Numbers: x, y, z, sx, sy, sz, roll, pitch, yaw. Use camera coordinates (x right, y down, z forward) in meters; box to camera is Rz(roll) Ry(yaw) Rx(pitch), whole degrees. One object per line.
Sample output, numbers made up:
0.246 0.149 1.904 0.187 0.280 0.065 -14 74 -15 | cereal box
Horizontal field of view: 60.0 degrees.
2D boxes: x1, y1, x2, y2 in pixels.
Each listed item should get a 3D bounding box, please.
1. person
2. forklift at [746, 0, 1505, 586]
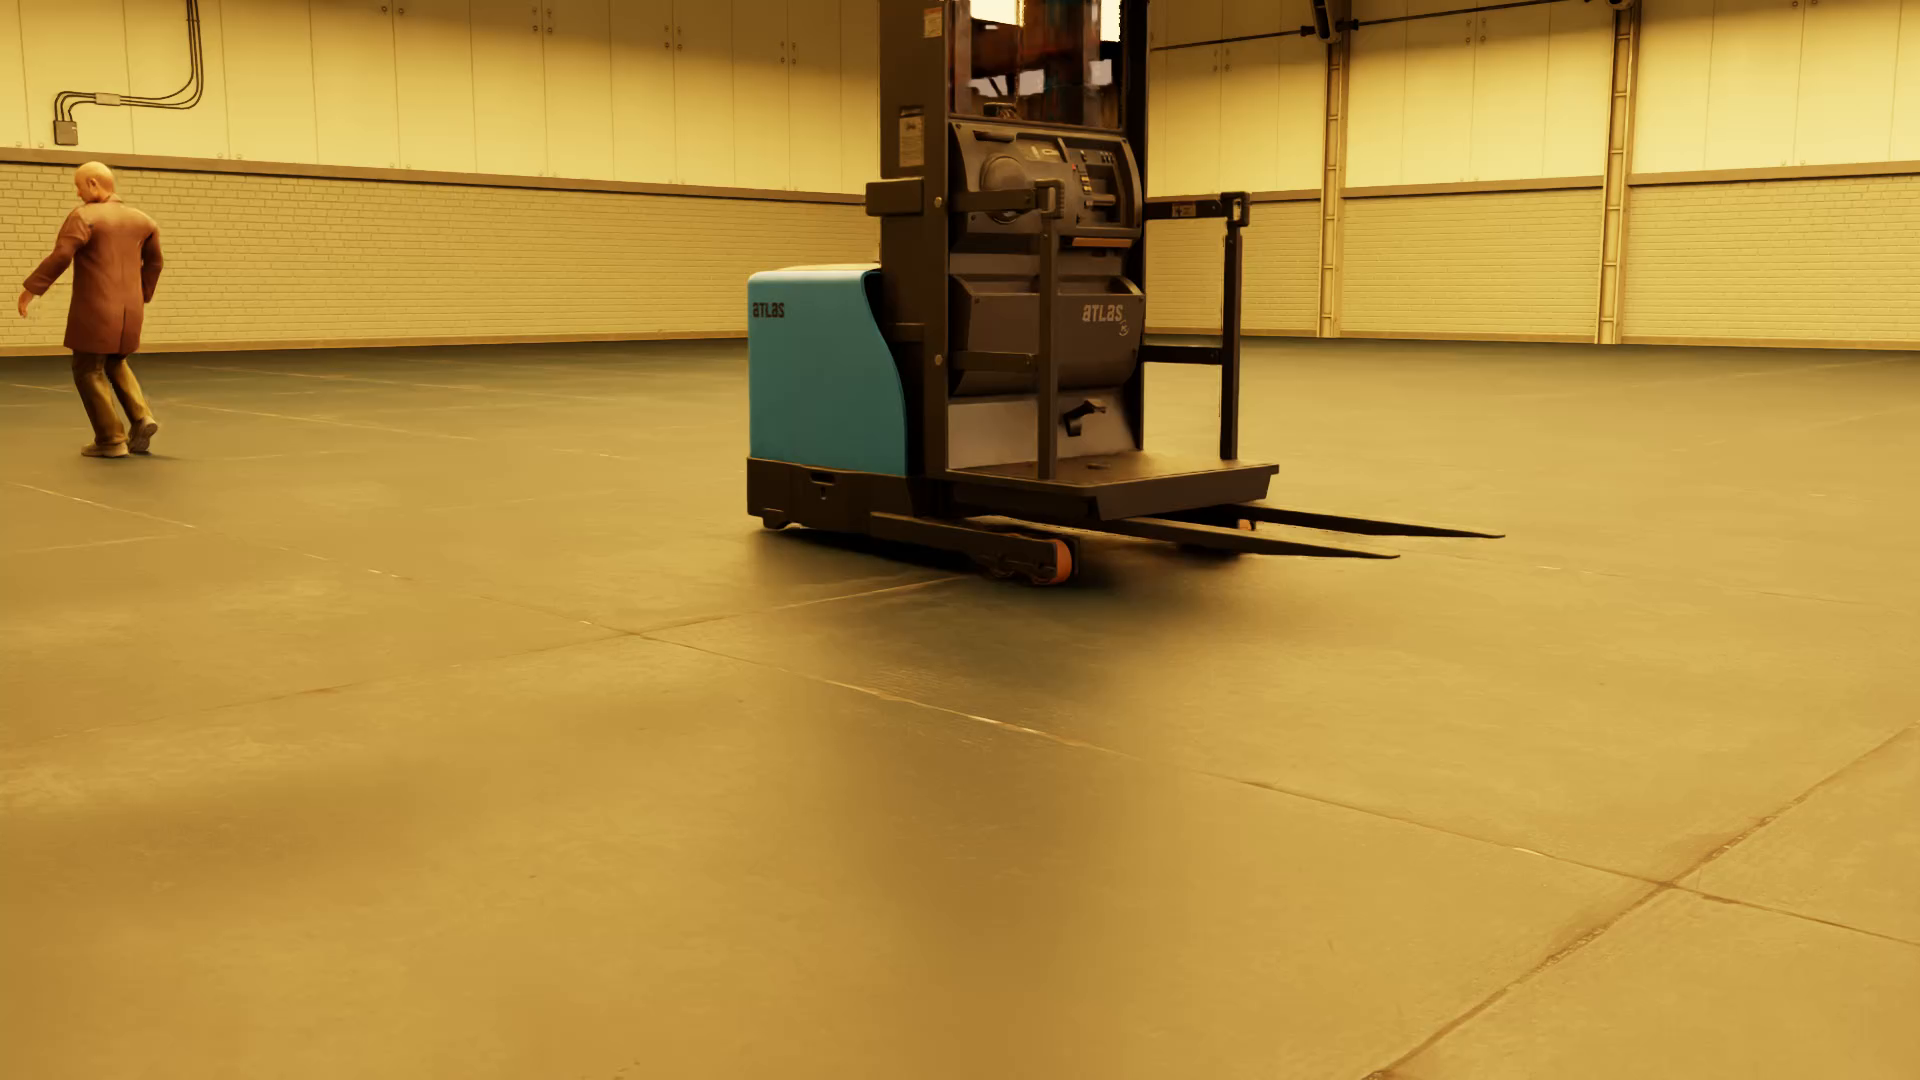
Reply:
-5.183 -1.360 9.983 0.494 1.780 0.867 5 10 28 | person
0.478 -1.378 6.022 1.130 2.935 3.031 -8 12 -42 | forklift
